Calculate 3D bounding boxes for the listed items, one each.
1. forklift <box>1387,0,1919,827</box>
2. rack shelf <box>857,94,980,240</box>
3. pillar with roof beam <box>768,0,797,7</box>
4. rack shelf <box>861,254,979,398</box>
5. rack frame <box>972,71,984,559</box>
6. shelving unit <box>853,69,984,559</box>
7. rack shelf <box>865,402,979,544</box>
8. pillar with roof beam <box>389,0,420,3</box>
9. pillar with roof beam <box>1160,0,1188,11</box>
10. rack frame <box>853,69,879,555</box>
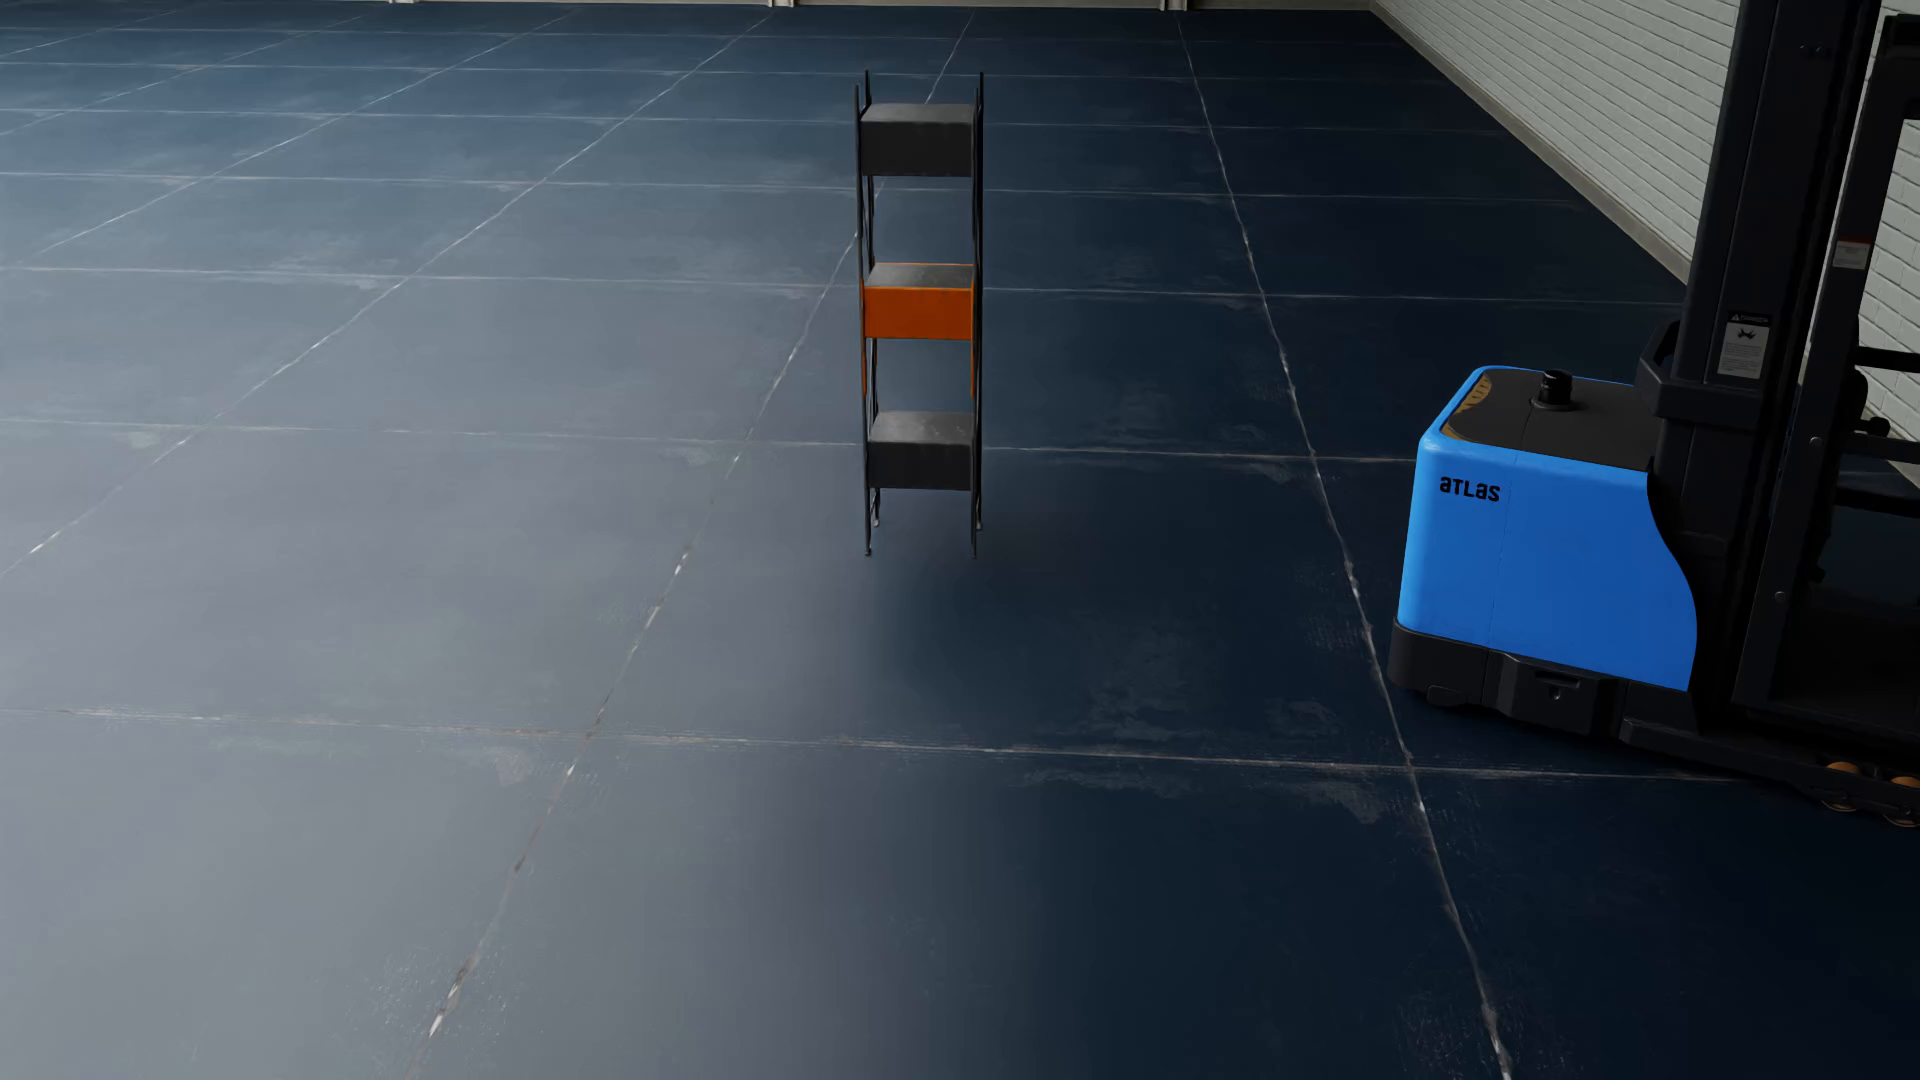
[{"bbox_3d":[3.197,-0.613,5.575,3.031,2.935,1.130,13,28,25],"label":"forklift"},{"bbox_3d":[-0.165,-1.583,7.036,0.480,0.518,0.431,2,25,4],"label":"rack shelf"},{"bbox_3d":[-3.066,-10.552,19.918,0.400,9.000,9.100,2,25,4],"label":"pillar with roof beam"},{"bbox_3d":[-0.165,-0.947,7.328,0.480,0.518,0.431,2,25,4],"label":"rack shelf"},{"bbox_3d":[0.078,-0.951,7.306,0.015,2.100,0.400,2,25,4],"label":"rack frame"},{"bbox_3d":[-0.165,-0.959,7.323,0.503,2.100,0.431,2,25,4],"label":"shelving unit"},{"bbox_3d":[-0.165,-0.311,7.621,0.480,0.518,0.431,2,25,4],"label":"rack shelf"},{"bbox_3d":[-9.048,-10.744,20.335,0.400,9.000,9.100,2,25,4],"label":"pillar with roof beam"},{"bbox_3d":[2.917,-10.360,19.500,0.400,9.000,9.100,2,25,4],"label":"pillar with roof beam"},{"bbox_3d":[-0.408,-0.967,7.340,0.015,2.100,0.400,2,25,4],"label":"rack frame"}]
